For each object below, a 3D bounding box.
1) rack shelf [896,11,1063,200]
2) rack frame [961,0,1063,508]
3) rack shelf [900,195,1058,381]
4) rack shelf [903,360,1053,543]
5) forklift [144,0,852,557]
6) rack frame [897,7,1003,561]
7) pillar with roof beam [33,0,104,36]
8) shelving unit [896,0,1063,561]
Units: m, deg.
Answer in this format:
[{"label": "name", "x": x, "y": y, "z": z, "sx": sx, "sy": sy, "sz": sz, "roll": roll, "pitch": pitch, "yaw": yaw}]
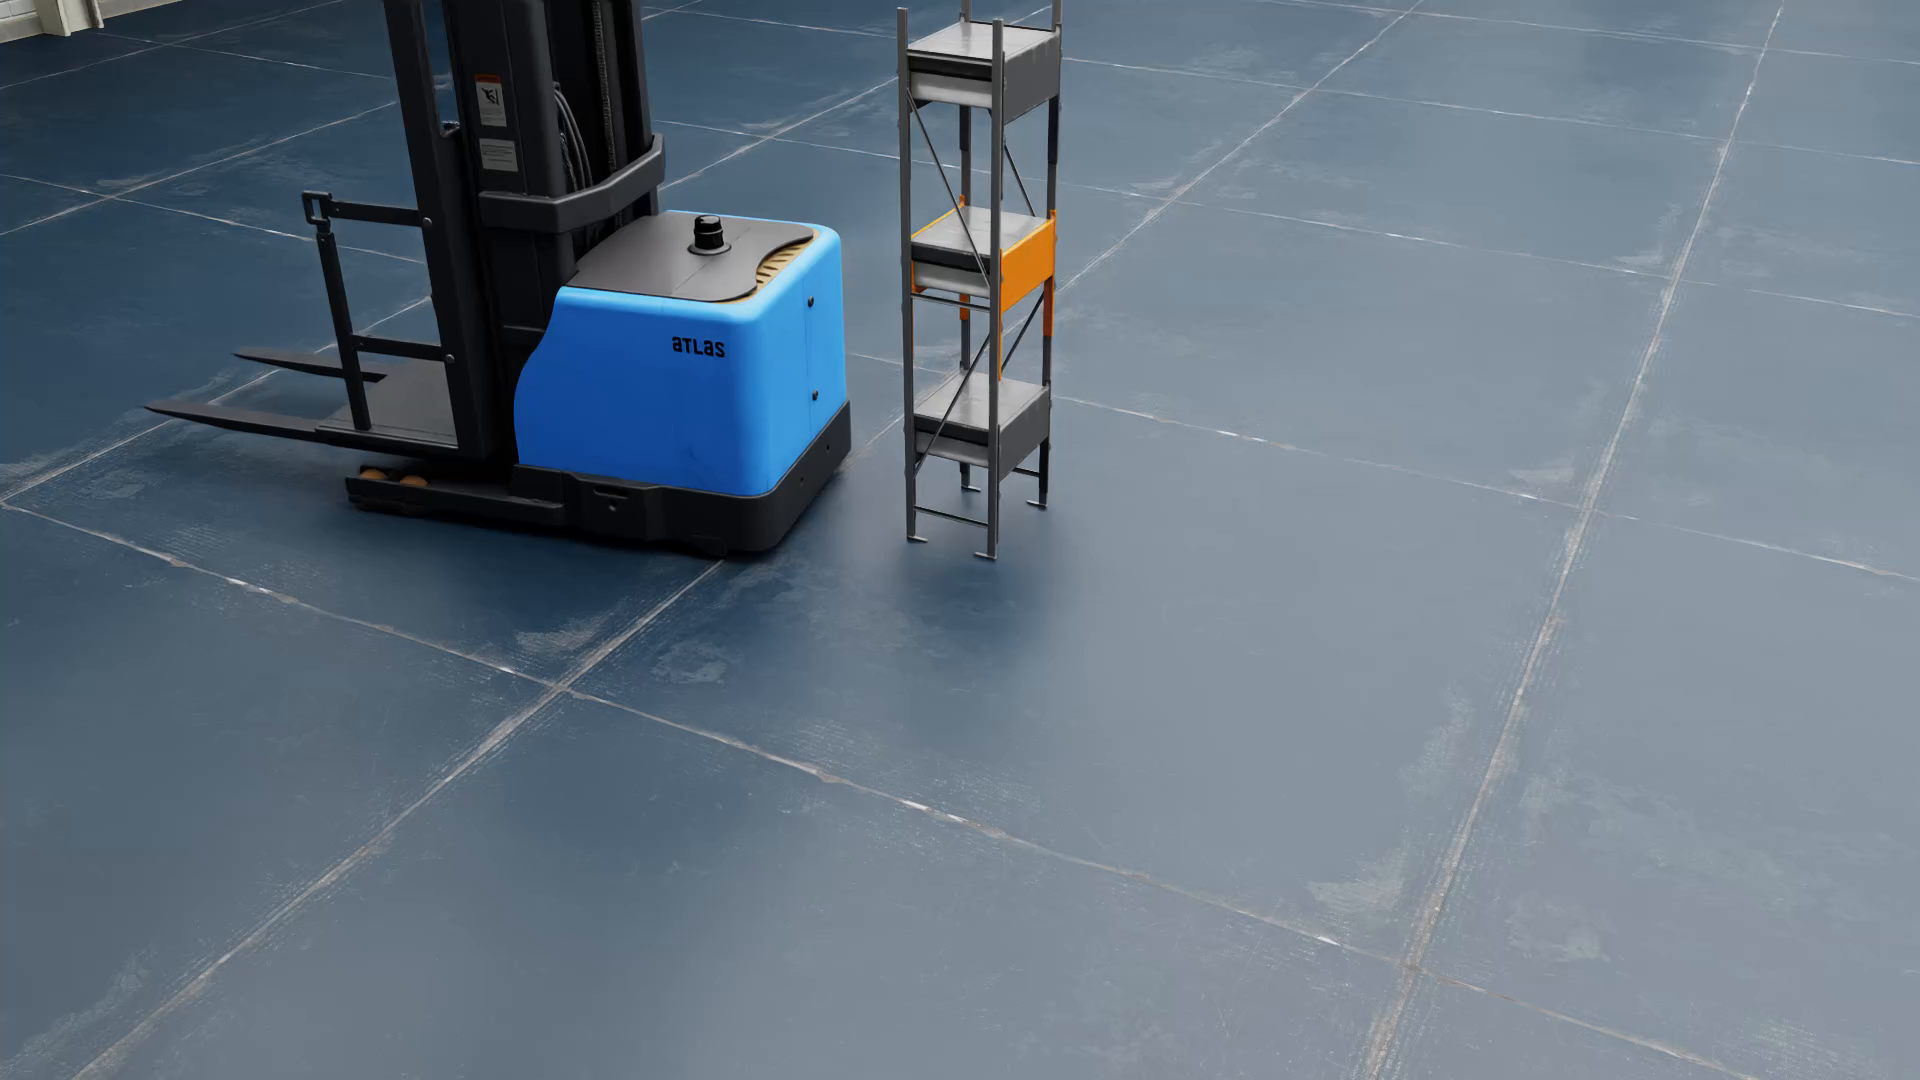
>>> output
[{"label": "rack shelf", "x": 0.075, "y": -1.579, "z": 6.013, "sx": 0.431, "sy": 0.518, "sz": 0.480, "roll": 14, "pitch": 33, "yaw": 23}, {"label": "rack frame", "x": 0.187, "y": -1.092, "z": 6.543, "sx": 0.400, "sy": 2.100, "sz": 0.015, "roll": 14, "pitch": 33, "yaw": 23}, {"label": "rack shelf", "x": 0.075, "y": -0.972, "z": 6.362, "sx": 0.431, "sy": 0.518, "sz": 0.480, "roll": 14, "pitch": 33, "yaw": 23}, {"label": "rack shelf", "x": 0.075, "y": -0.365, "z": 6.710, "sx": 0.431, "sy": 0.518, "sz": 0.480, "roll": 14, "pitch": 33, "yaw": 23}, {"label": "forklift", "x": -2.053, "y": -1.613, "z": 6.615, "sx": 3.031, "sy": 2.935, "sz": 1.130, "roll": 8, "pitch": 31, "yaw": 14}, {"label": "rack frame", "x": -0.036, "y": -0.876, "z": 6.167, "sx": 0.400, "sy": 2.100, "sz": 0.015, "roll": 14, "pitch": 33, "yaw": 23}, {"label": "pillar with roof beam", "x": -3.898, "y": -7.375, "z": 10.556, "sx": 9.100, "sy": 9.000, "sz": 0.400, "roll": 14, "pitch": 33, "yaw": 23}, {"label": "shelving unit", "x": 0.075, "y": -0.984, "z": 6.355, "sx": 0.431, "sy": 2.100, "sz": 0.503, "roll": 14, "pitch": 33, "yaw": 23}]
